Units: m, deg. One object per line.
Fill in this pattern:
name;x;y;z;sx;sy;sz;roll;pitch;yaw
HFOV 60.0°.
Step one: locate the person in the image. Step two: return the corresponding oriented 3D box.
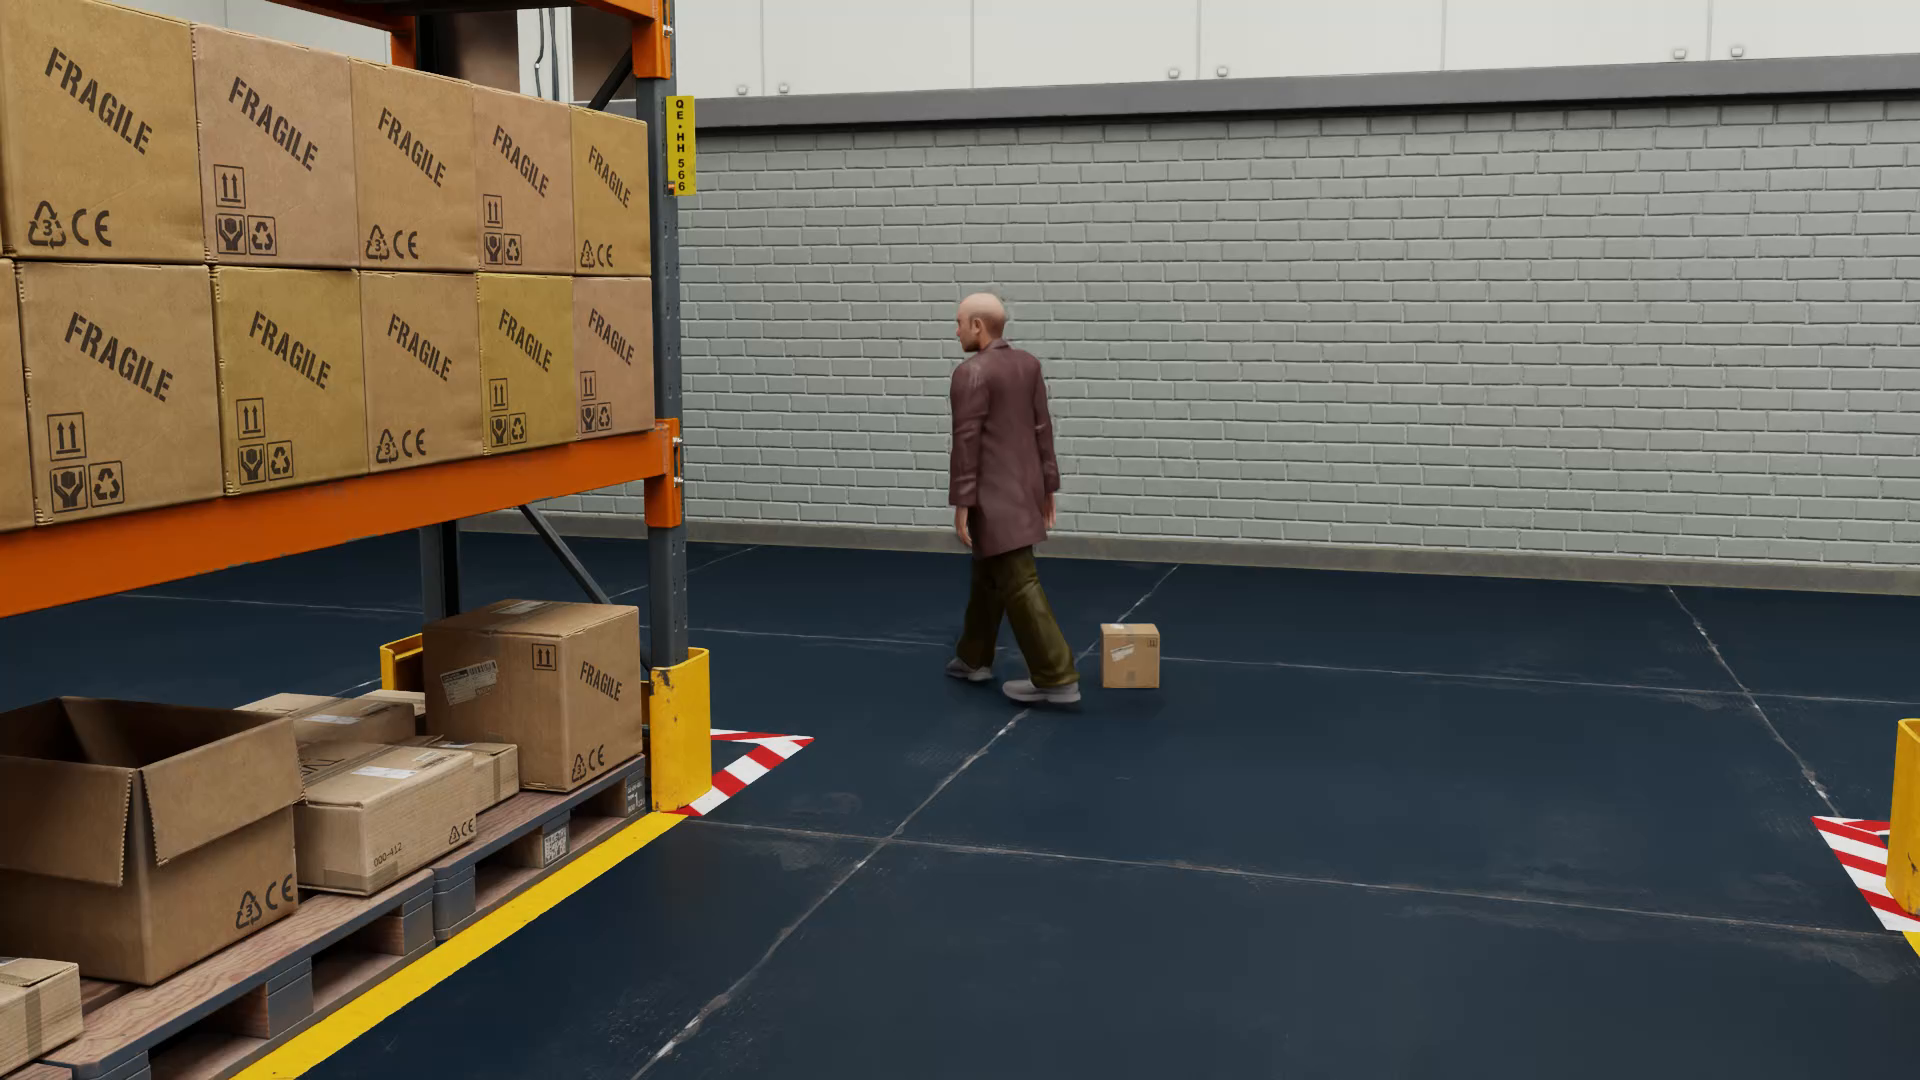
person;0.158;-0.180;7.181;0.904;1.758;0.639;6;10;34
